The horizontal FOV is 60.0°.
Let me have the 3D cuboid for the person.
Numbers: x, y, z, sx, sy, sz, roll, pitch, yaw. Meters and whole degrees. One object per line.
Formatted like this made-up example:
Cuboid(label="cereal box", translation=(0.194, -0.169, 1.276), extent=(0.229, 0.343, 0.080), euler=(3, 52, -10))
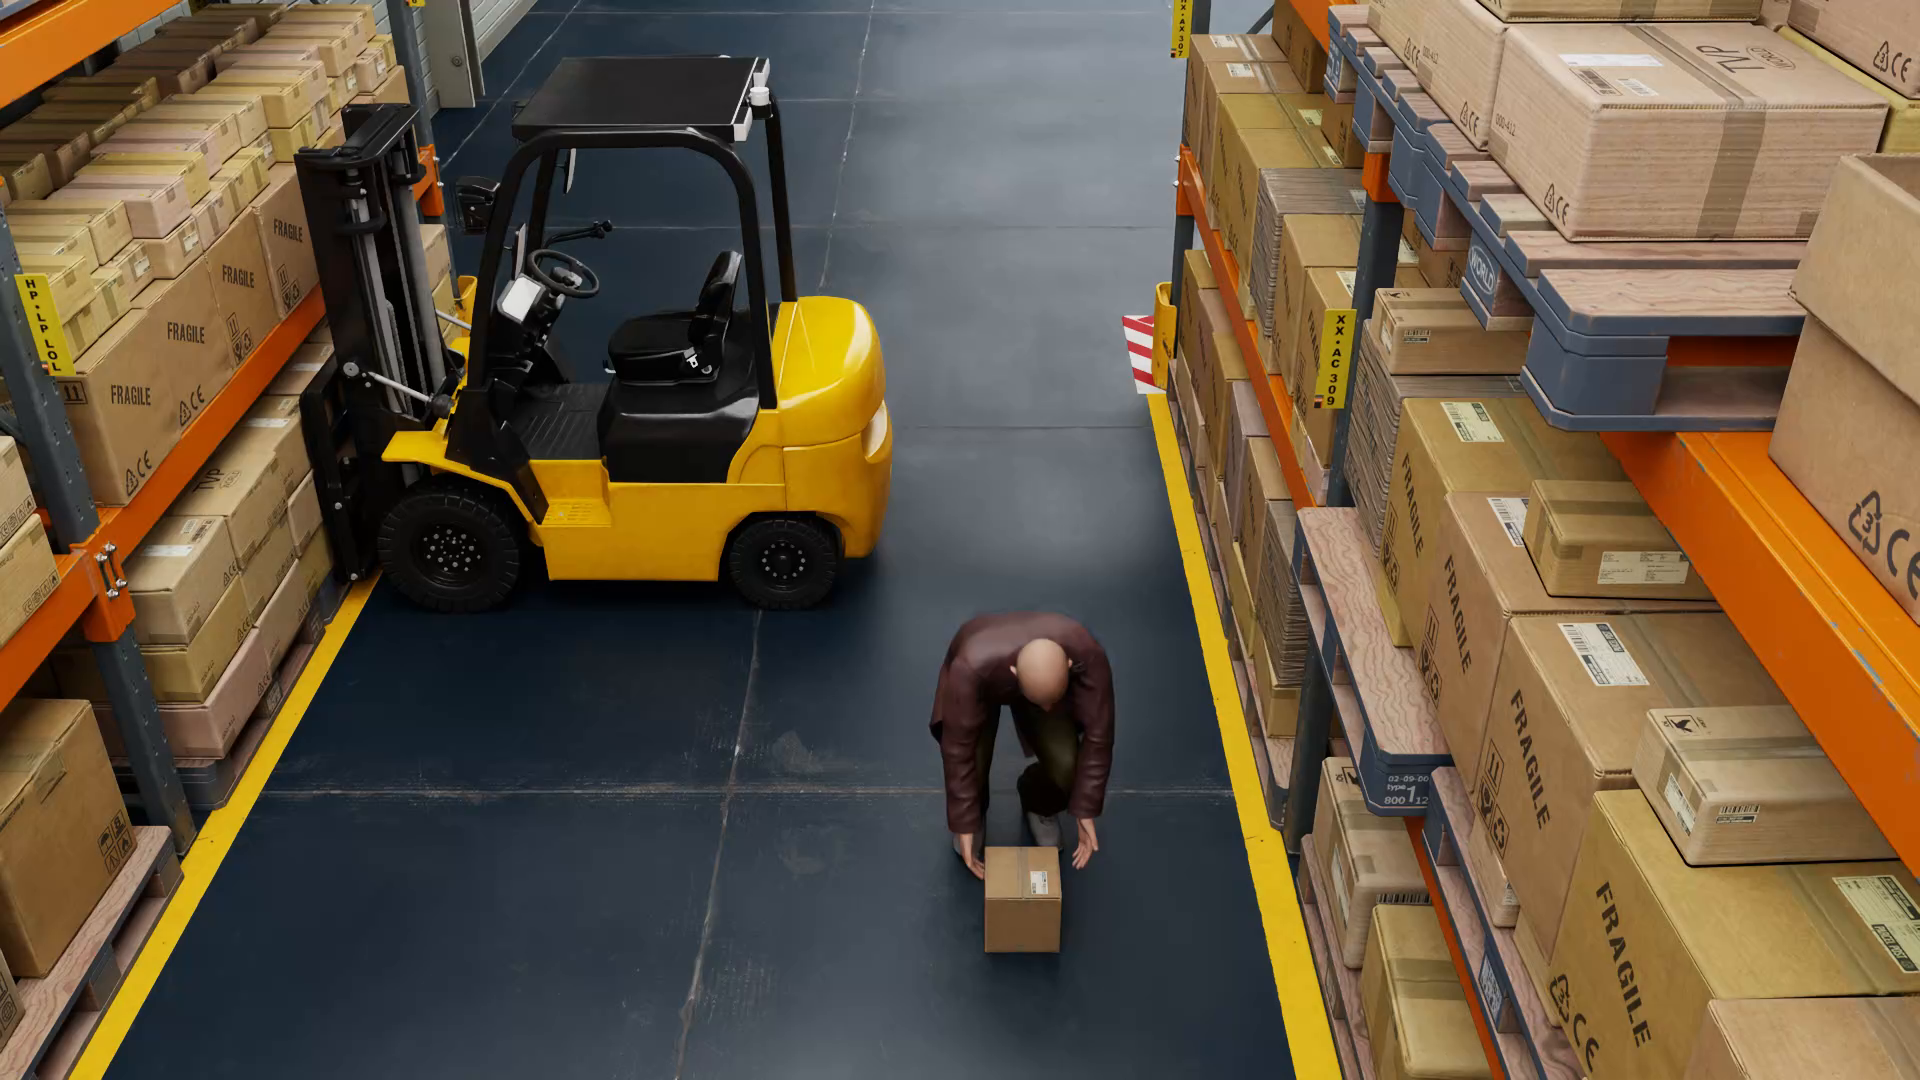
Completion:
Cuboid(label="person", translation=(0.202, 0.643, 5.753), extent=(0.617, 1.087, 0.865), euler=(-2, 31, -3))
